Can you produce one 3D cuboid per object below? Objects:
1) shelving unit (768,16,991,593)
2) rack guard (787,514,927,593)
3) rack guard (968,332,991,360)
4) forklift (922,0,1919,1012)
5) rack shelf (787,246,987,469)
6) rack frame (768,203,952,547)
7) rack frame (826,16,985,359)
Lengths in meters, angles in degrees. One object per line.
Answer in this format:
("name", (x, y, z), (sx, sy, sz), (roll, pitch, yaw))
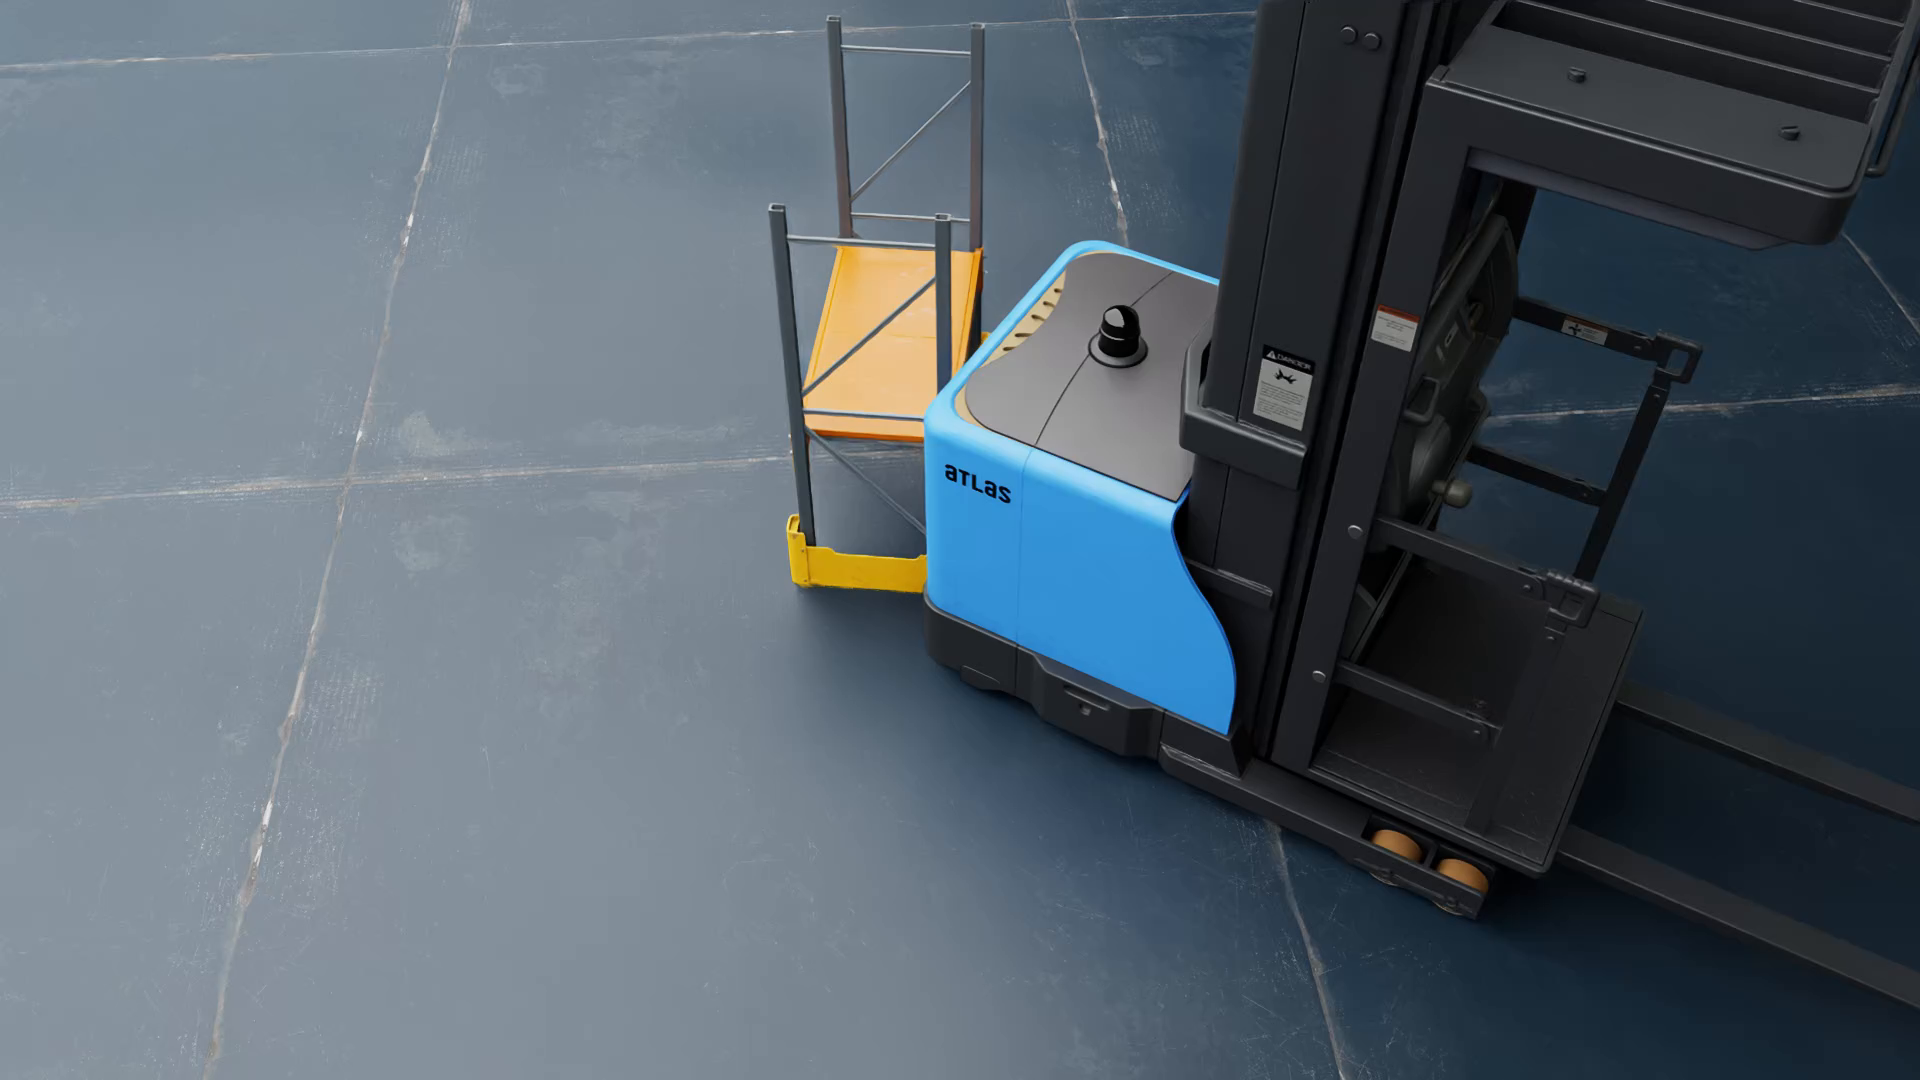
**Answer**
("shelving unit", (-0.224, -0.738, 5.416), (0.587, 1.500, 1.083), (4, 47, 4))
("rack guard", (-0.274, 0.051, 5.529), (0.587, 0.250, 0.087), (4, 47, 4))
("rack guard", (-0.174, -0.668, 6.211), (0.587, 0.250, 0.087), (4, 47, 4))
("forklift", (1.418, -0.387, 4.098), (3.031, 2.935, 1.130), (23, 51, 20))
("rack shelf", (-0.223, -0.621, 5.553), (0.538, 0.185, 1.000), (4, 47, 4))
("rack frame", (-0.274, -0.378, 5.075), (0.500, 1.500, 0.032), (4, 47, 4))
("rack frame", (-0.172, -1.112, 5.770), (0.500, 1.500, 0.032), (4, 47, 4))
